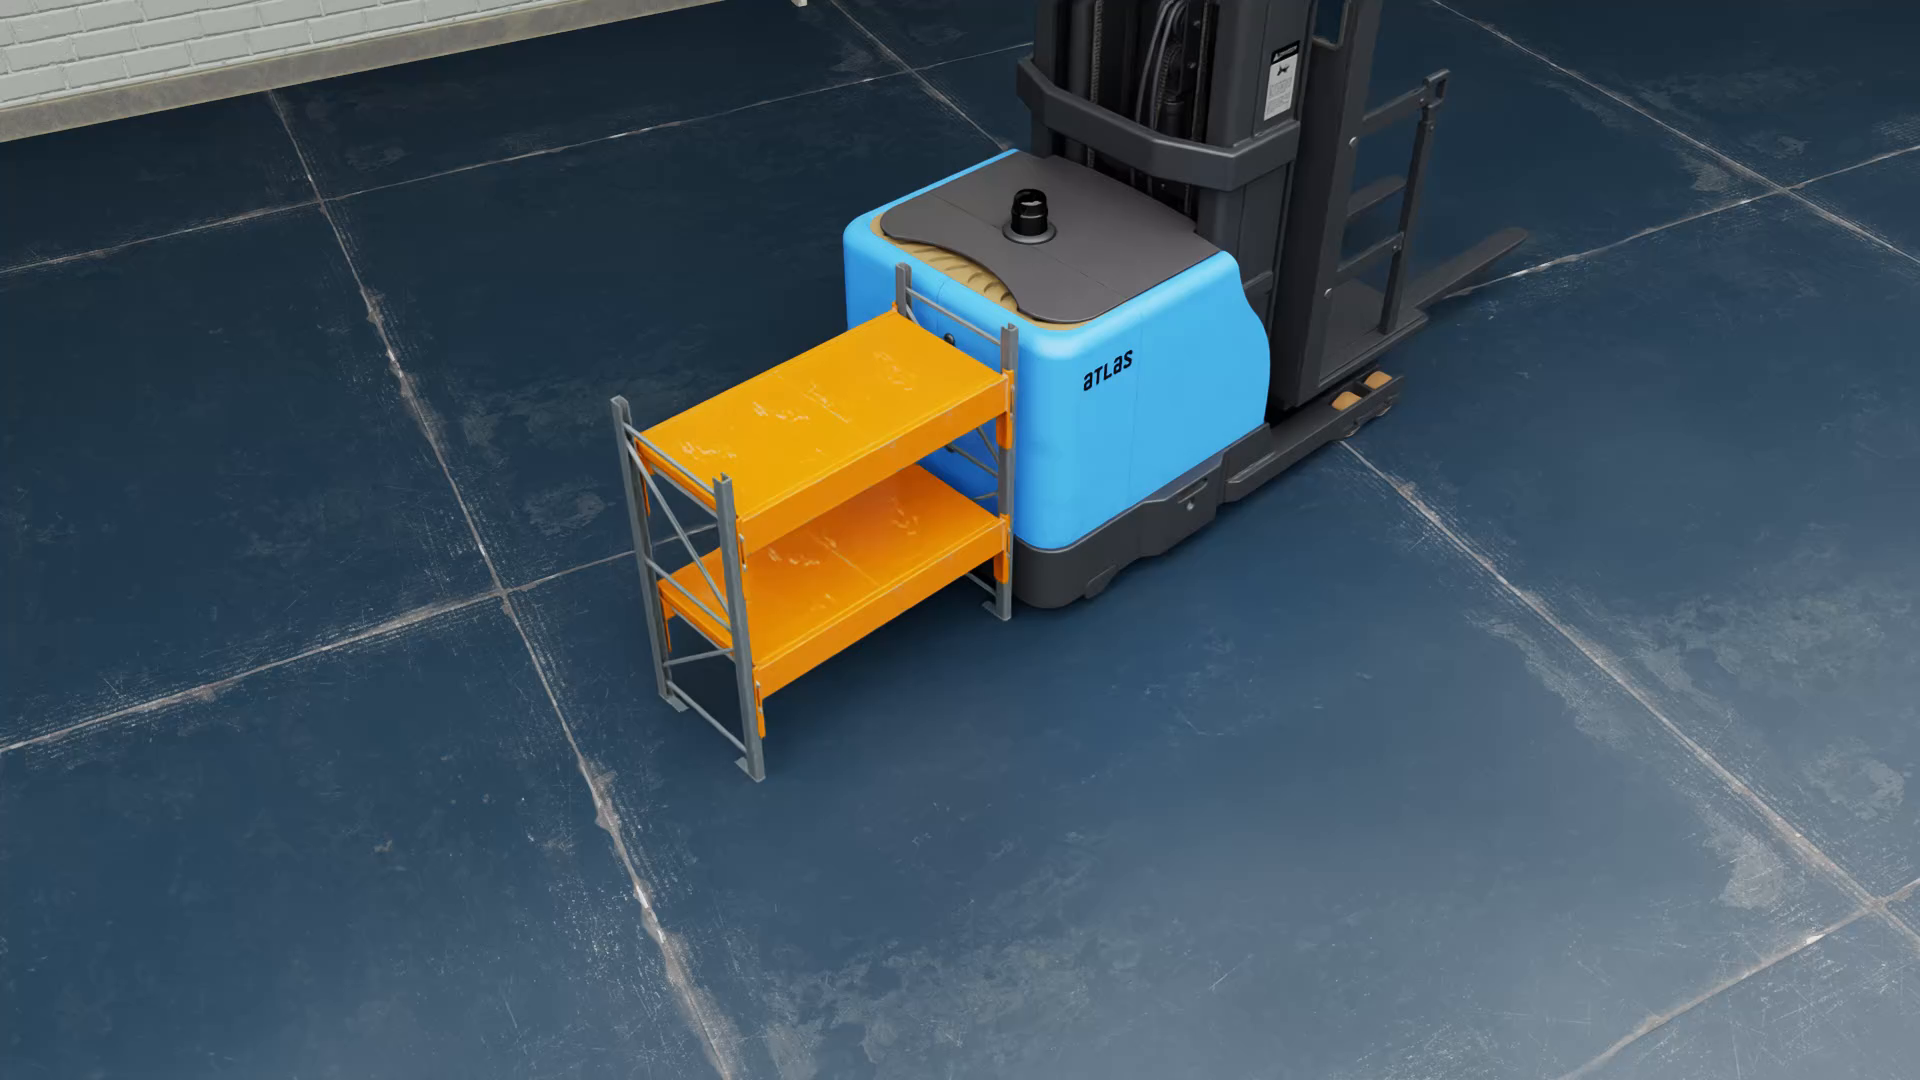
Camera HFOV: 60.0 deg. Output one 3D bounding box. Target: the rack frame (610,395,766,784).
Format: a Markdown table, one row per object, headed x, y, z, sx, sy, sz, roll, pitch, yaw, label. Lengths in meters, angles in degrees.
| x | y | z | sx | sy | sz | roll | pitch | yaw | label |
| --- | --- | --- | --- | --- | --- | --- | --- | --- | --- |
| -0.756 | 0.164 | 4.685 | 0.032 | 1.125 | 0.500 | -31 | 49 | -31 | rack frame |

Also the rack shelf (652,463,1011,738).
| x | y | z | sx | sy | sz | roll | pitch | yaw | label |
| --- | --- | --- | --- | --- | --- | --- | --- | --- | --- |
| -0.385 | 0.126 | 5.109 | 1.000 | 0.278 | 0.538 | -31 | 49 | -31 | rack shelf |

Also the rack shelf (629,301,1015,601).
| x | y | z | sx | sy | sz | roll | pitch | yaw | label |
| --- | --- | --- | --- | --- | --- | --- | --- | --- | --- |
| -0.385 | -0.284 | 4.762 | 1.000 | 0.278 | 0.538 | -31 | 49 | -31 | rack shelf |

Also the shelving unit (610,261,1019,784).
| x | y | z | sx | sy | sz | roll | pitch | yaw | label |
| --- | --- | --- | --- | --- | --- | --- | --- | --- | --- |
| -0.385 | -0.060 | 4.951 | 1.048 | 1.125 | 0.538 | -31 | 49 | -31 | shelving unit |

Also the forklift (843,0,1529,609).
| x | y | z | sx | sy | sz | roll | pitch | yaw | label |
| --- | --- | --- | --- | --- | --- | --- | --- | --- | --- |
| 1.034 | -1.726 | 5.520 | 3.031 | 2.935 | 1.130 | -31 | 49 | -31 | forklift |

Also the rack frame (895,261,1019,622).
| x | y | z | sx | sy | sz | roll | pitch | yaw | label |
| --- | --- | --- | --- | --- | --- | --- | --- | --- | --- |
| -0.014 | -0.285 | 5.216 | 0.032 | 1.125 | 0.500 | -31 | 49 | -31 | rack frame |
